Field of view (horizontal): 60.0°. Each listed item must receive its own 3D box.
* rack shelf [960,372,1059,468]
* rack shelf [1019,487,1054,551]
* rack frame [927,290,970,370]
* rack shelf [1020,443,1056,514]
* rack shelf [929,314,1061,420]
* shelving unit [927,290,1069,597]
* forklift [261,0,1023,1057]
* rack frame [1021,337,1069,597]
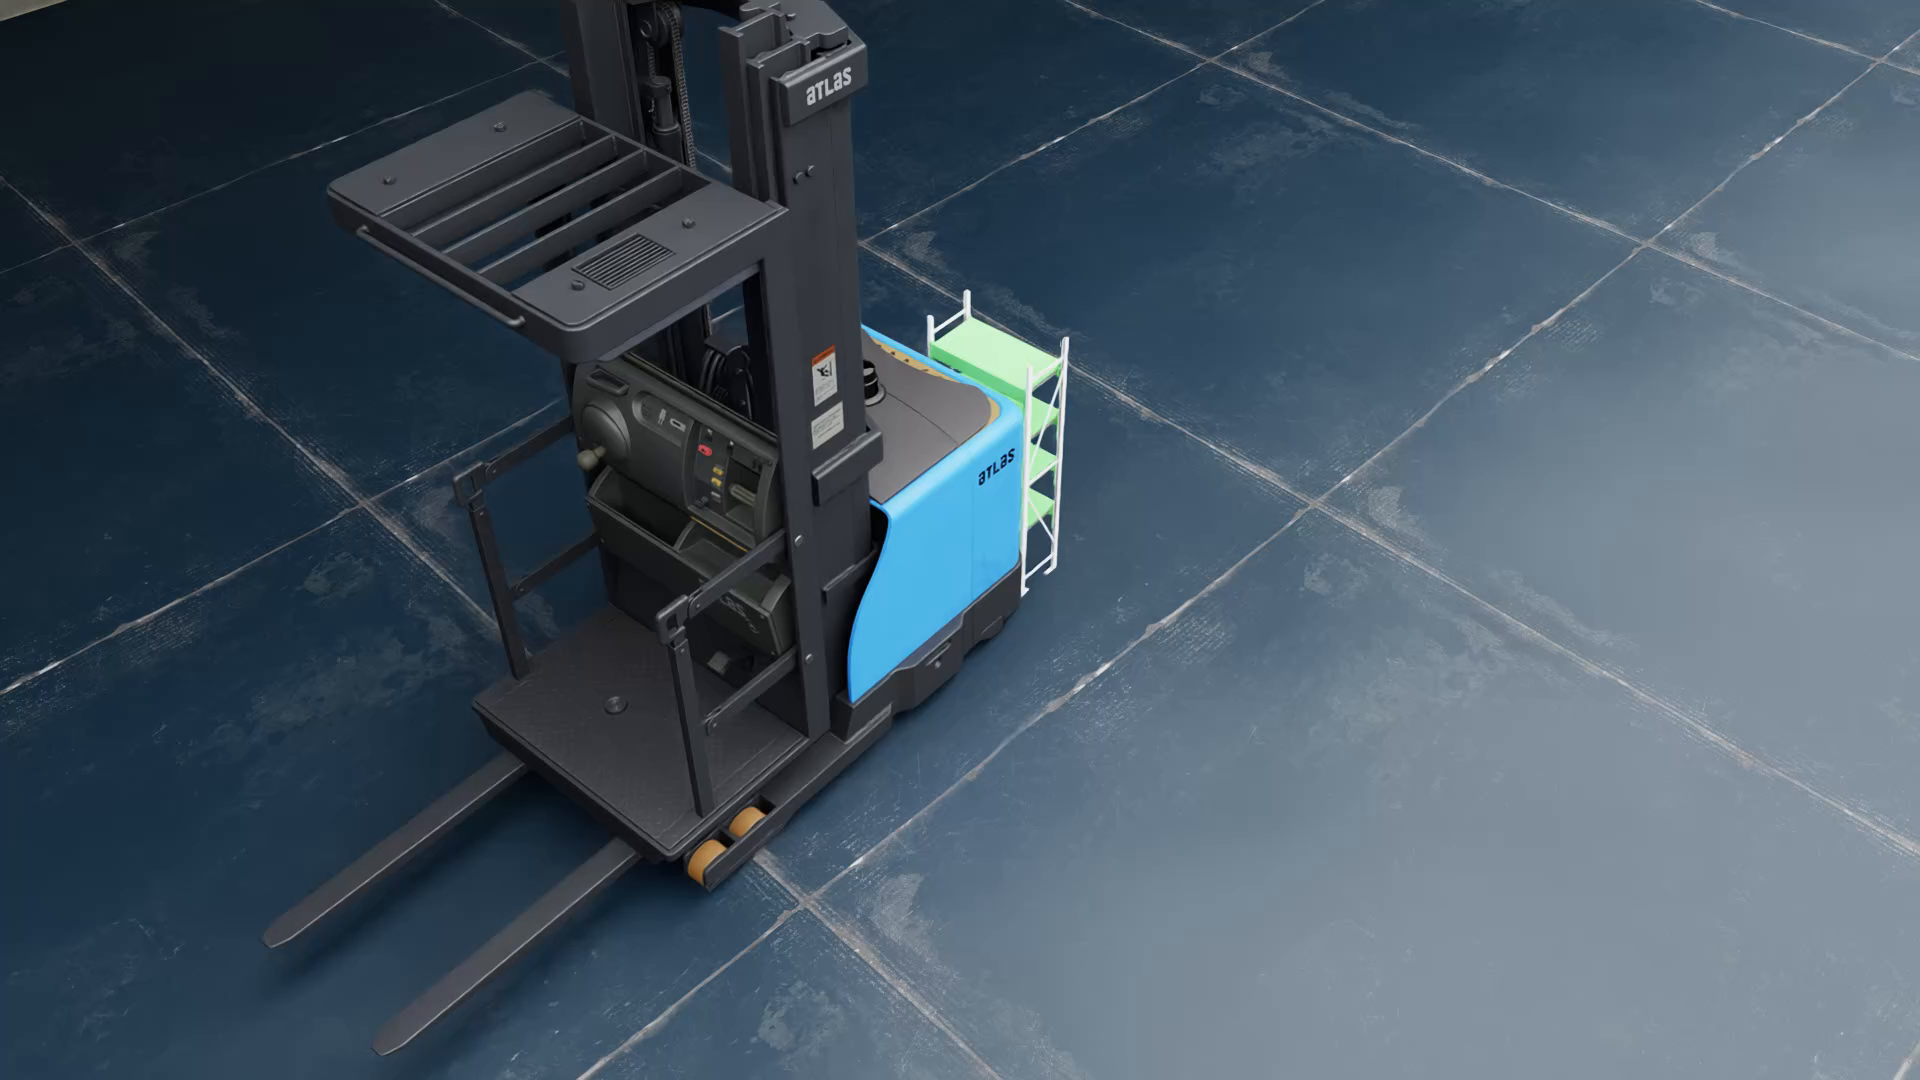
[{"bbox_3d":[0.143,-0.503,6.650,0.480,0.148,0.258,30,50,28],"label":"rack shelf"},{"bbox_3d":[0.143,-0.150,6.976,0.480,0.148,0.258,30,50,28],"label":"rack shelf"},{"bbox_3d":[-0.044,-0.480,6.885,0.015,1.200,0.240,30,50,28],"label":"rack frame"},{"bbox_3d":[0.143,-0.326,6.813,0.480,0.148,0.258,30,50,28],"label":"rack shelf"},{"bbox_3d":[0.143,-0.679,6.487,0.480,0.148,0.258,30,50,28],"label":"rack shelf"},{"bbox_3d":[0.143,-0.373,6.770,0.503,1.200,0.258,30,50,28],"label":"shelving unit"},{"bbox_3d":[-1.082,-0.233,5.343,1.130,2.935,3.031,30,50,28],"label":"forklift"},{"bbox_3d":[0.329,-0.267,6.654,0.015,1.200,0.240,30,50,28],"label":"rack frame"}]
